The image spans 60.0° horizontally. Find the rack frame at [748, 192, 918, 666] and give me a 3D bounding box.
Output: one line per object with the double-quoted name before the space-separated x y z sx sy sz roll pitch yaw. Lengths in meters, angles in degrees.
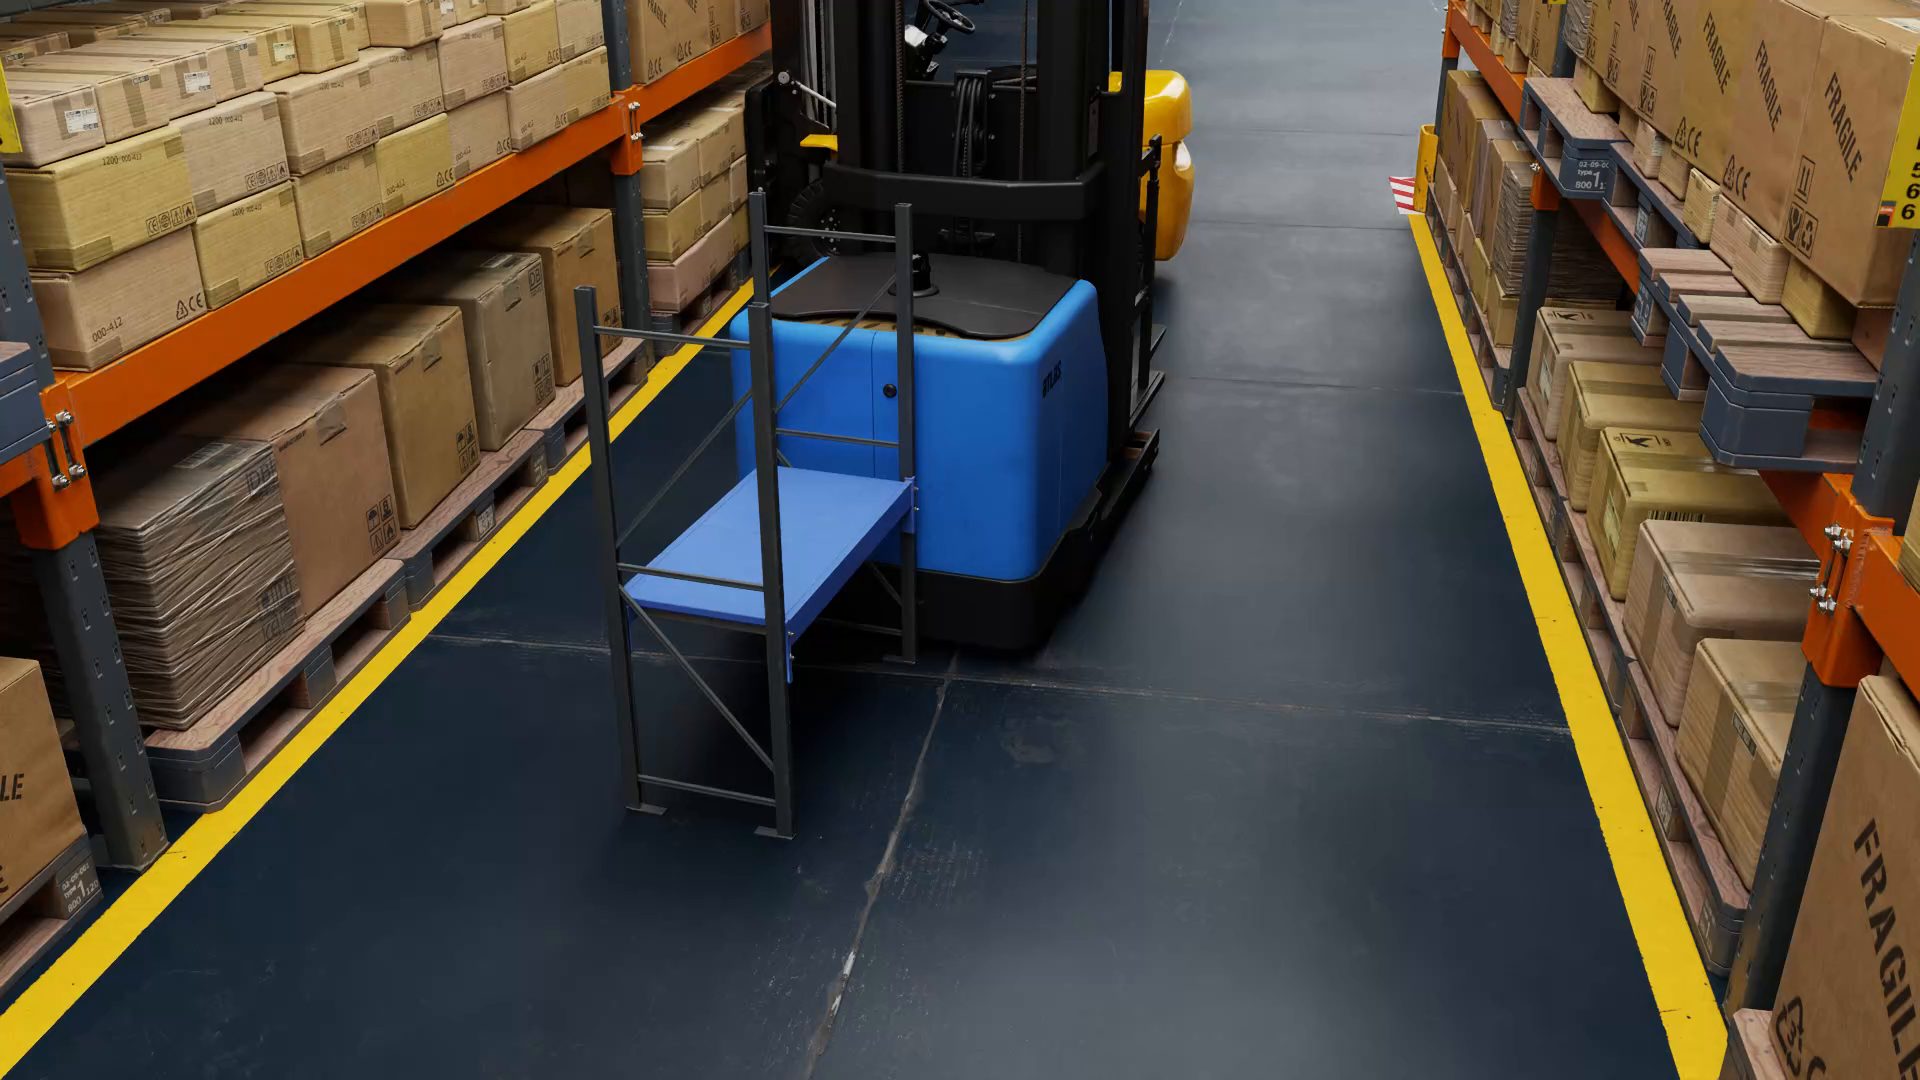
"rack frame" -0.379 -0.311 5.145 0.500 1.500 0.032 8 26 16

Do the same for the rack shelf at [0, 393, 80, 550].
"rack shelf" -2.958 0.623 2.230 1.077 0.370 4.000 4 25 9

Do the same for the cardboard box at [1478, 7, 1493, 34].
"cardboard box" 3.068 -2.876 9.153 0.380 0.149 0.250 5 25 10

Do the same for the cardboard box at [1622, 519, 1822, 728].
"cardboard box" 2.481 0.258 4.765 0.950 0.372 0.625 4 25 8

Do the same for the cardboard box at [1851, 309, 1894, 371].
"cardboard box" 2.088 -0.427 3.425 0.380 0.149 0.250 5 26 10

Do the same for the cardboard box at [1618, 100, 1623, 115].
"cardboard box" 2.498 -1.510 5.738 0.380 0.149 0.250 6 26 12

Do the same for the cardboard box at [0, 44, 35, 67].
"cardboard box" -2.743 -1.250 4.499 0.380 0.149 0.250 4 25 8

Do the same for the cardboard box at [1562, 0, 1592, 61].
"cardboard box" 2.561 -2.064 6.157 0.500 0.500 0.500 5 25 10

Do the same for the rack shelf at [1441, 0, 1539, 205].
"rack shelf" 3.247 -2.381 8.647 1.077 0.370 4.000 4 25 9

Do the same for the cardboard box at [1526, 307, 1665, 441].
"cardboard box" 2.837 -0.651 6.706 0.950 0.372 0.625 4 25 9

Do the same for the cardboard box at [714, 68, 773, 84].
"cardboard box" -1.242 -2.643 9.927 0.500 0.250 0.500 4 25 9

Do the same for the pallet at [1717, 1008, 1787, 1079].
"pallet" 2.063 1.390 3.031 1.003 0.211 1.213 4 25 9

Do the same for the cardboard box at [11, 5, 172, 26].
"cardboard box" -2.693 -1.572 5.186 0.380 0.149 0.250 4 25 8

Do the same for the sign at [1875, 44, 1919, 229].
"sign" 1.730 -0.719 2.976 0.100 0.325 0.005 4 25 9

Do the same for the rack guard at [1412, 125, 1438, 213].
"rack guard" 3.561 -2.379 10.743 1.175 0.500 0.348 4 25 9

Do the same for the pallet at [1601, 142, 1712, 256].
"pallet" 2.550 -0.941 4.949 1.003 0.211 1.213 4 25 9

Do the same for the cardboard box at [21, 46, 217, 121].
"cardboard box" -2.229 -1.213 4.419 0.380 0.149 0.250 5 25 10

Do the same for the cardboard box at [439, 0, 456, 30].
"cardboard box" -1.994 -1.857 5.796 0.380 0.149 0.250 4 25 9

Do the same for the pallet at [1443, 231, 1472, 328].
"pallet" 3.192 -1.402 8.997 1.003 0.211 1.213 4 25 9

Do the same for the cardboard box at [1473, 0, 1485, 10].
"cardboard box" 3.059 -3.114 8.896 0.500 0.500 0.500 4 25 7

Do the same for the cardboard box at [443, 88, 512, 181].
"cardboard box" -1.990 -1.499 6.092 0.500 0.250 0.500 4 25 9

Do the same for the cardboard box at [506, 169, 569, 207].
"cardboard box" -2.088 -1.829 8.189 0.500 0.250 0.500 5 25 10

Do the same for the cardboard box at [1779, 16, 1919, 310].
"cardboard box" 2.066 -0.777 3.407 0.500 0.500 0.500 3 25 7

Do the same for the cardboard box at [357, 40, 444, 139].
"cardboard box" -2.073 -1.509 5.523 0.500 0.250 0.500 4 25 9

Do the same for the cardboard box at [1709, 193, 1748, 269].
"cardboard box" 2.106 -0.757 4.131 0.380 0.149 0.250 3 25 6

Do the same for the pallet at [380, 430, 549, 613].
"pallet" -2.256 -0.127 6.272 1.003 0.211 1.213 4 25 9

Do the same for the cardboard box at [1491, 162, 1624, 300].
"cardboard box" 2.752 -1.421 7.610 0.500 0.500 0.500 4 25 8

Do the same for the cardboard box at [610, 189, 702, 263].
"cardboard box" -1.594 -1.565 8.213 0.500 0.250 0.500 4 25 8

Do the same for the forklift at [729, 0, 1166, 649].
"forklift" 0.191 -1.579 6.166 1.130 2.935 3.031 8 26 16

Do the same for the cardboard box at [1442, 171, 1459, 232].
"cardboard box" 3.078 -1.957 9.640 0.500 0.250 0.500 5 26 10

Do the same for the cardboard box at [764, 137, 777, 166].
"cardboard box" -1.336 -2.196 9.562 0.500 0.250 0.500 4 25 8

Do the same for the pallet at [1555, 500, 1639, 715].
"pallet" 2.597 0.230 5.509 1.003 0.211 1.213 4 25 9

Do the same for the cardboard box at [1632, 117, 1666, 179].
"cardboard box" 2.278 -1.194 5.064 0.380 0.149 0.250 5 26 11

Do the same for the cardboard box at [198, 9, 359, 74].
"cardboard box" -2.088 -1.532 5.102 0.380 0.149 0.250 5 25 10

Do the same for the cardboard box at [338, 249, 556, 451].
"cardboard box" -2.186 -0.784 6.693 0.875 0.625 0.625 4 25 8

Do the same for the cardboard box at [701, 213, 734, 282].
"cardboard box" -1.504 -1.550 8.772 0.500 0.250 0.500 3 25 7

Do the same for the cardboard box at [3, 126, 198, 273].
"cardboard box" -2.293 -0.865 4.147 0.500 0.250 0.500 4 25 8

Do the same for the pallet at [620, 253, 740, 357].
"pallet" -1.806 -1.279 8.734 1.003 0.211 1.213 4 25 9

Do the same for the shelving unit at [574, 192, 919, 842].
"shelving unit" -0.534 -0.106 4.706 0.538 1.500 1.048 8 26 16

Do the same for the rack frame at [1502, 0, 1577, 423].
"rack frame" 2.920 -1.870 6.707 1.000 3.000 0.127 4 25 9

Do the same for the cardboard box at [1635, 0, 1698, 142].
"cardboard box" 2.312 -1.433 4.809 0.500 0.500 0.500 3 25 6

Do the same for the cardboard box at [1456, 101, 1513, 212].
"cardboard box" 2.995 -2.071 9.000 0.500 0.500 0.500 5 25 10

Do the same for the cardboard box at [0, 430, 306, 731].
"cardboard box" -2.516 0.086 4.834 0.875 0.625 0.625 5 26 10

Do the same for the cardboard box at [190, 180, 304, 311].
"cardboard box" -2.230 -0.850 4.705 0.500 0.250 0.500 3 25 7

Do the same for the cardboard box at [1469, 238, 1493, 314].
"cardboard box" 2.829 -1.304 8.246 0.500 0.250 0.500 3 25 7

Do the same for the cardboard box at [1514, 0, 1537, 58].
"cardboard box" 2.825 -2.469 7.518 0.500 0.500 0.500 5 26 10

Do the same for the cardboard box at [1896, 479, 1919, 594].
"cardboard box" 1.938 0.058 2.765 0.500 0.250 0.500 4 25 8

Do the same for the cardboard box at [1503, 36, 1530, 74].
"cardboard box" 2.835 -2.337 8.001 0.380 0.149 0.250 4 25 8

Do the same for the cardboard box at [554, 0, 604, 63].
"cardboard box" -1.805 -2.148 6.888 0.500 0.250 0.500 3 25 7

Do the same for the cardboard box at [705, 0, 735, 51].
"cardboard box" -1.497 -2.856 8.696 0.500 0.500 0.500 4 25 8

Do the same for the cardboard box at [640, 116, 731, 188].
"cardboard box" -1.495 -2.004 8.562 0.500 0.250 0.500 4 25 9
